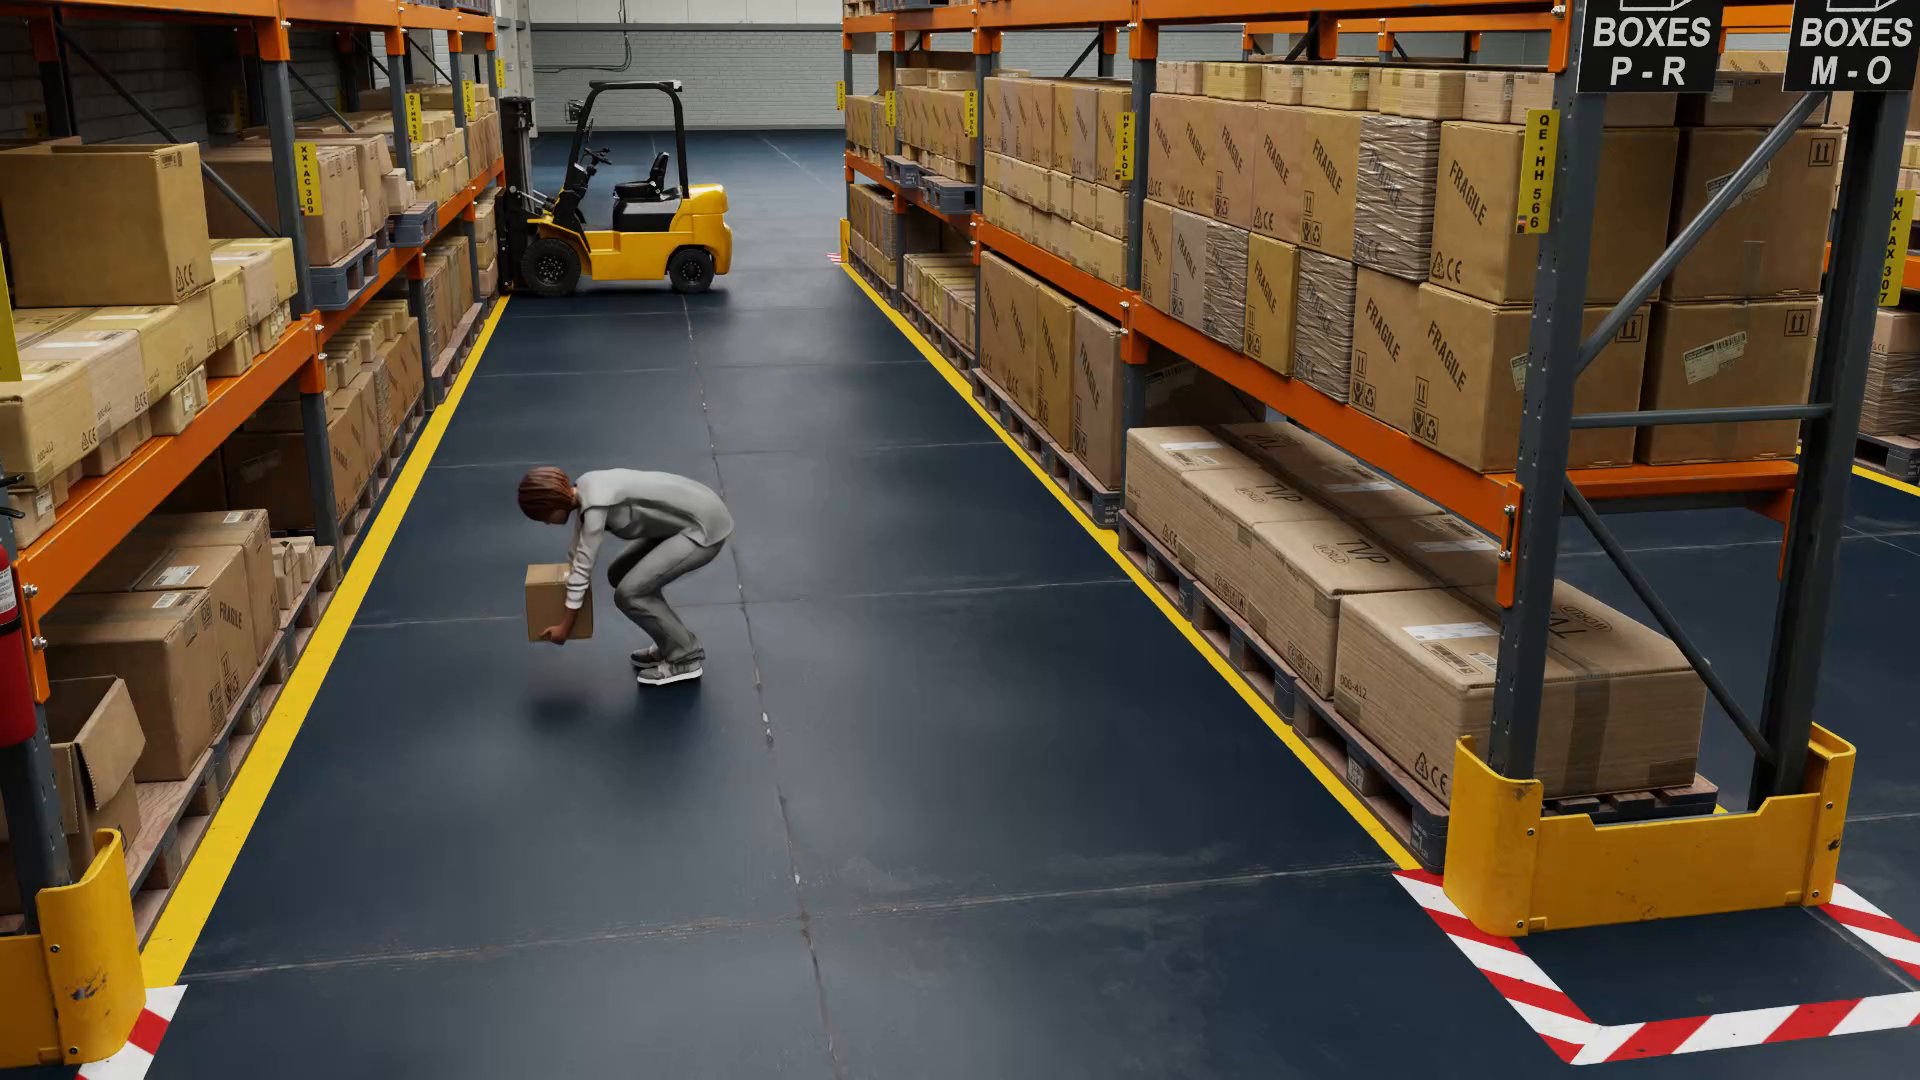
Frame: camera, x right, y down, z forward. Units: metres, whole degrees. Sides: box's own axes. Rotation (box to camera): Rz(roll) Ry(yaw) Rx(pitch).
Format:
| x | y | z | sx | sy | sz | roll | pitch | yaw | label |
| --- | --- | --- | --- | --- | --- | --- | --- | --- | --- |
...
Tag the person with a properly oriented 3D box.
| x | y | z | sx | sy | sz | roll | pitch | yaw | label |
| --- | --- | --- | --- | --- | --- | --- | --- | --- | --- |
| -1.348 | 0.128 | 6.825 | 0.854 | 0.914 | 0.428 | -4 | 17 | -13 | person |
